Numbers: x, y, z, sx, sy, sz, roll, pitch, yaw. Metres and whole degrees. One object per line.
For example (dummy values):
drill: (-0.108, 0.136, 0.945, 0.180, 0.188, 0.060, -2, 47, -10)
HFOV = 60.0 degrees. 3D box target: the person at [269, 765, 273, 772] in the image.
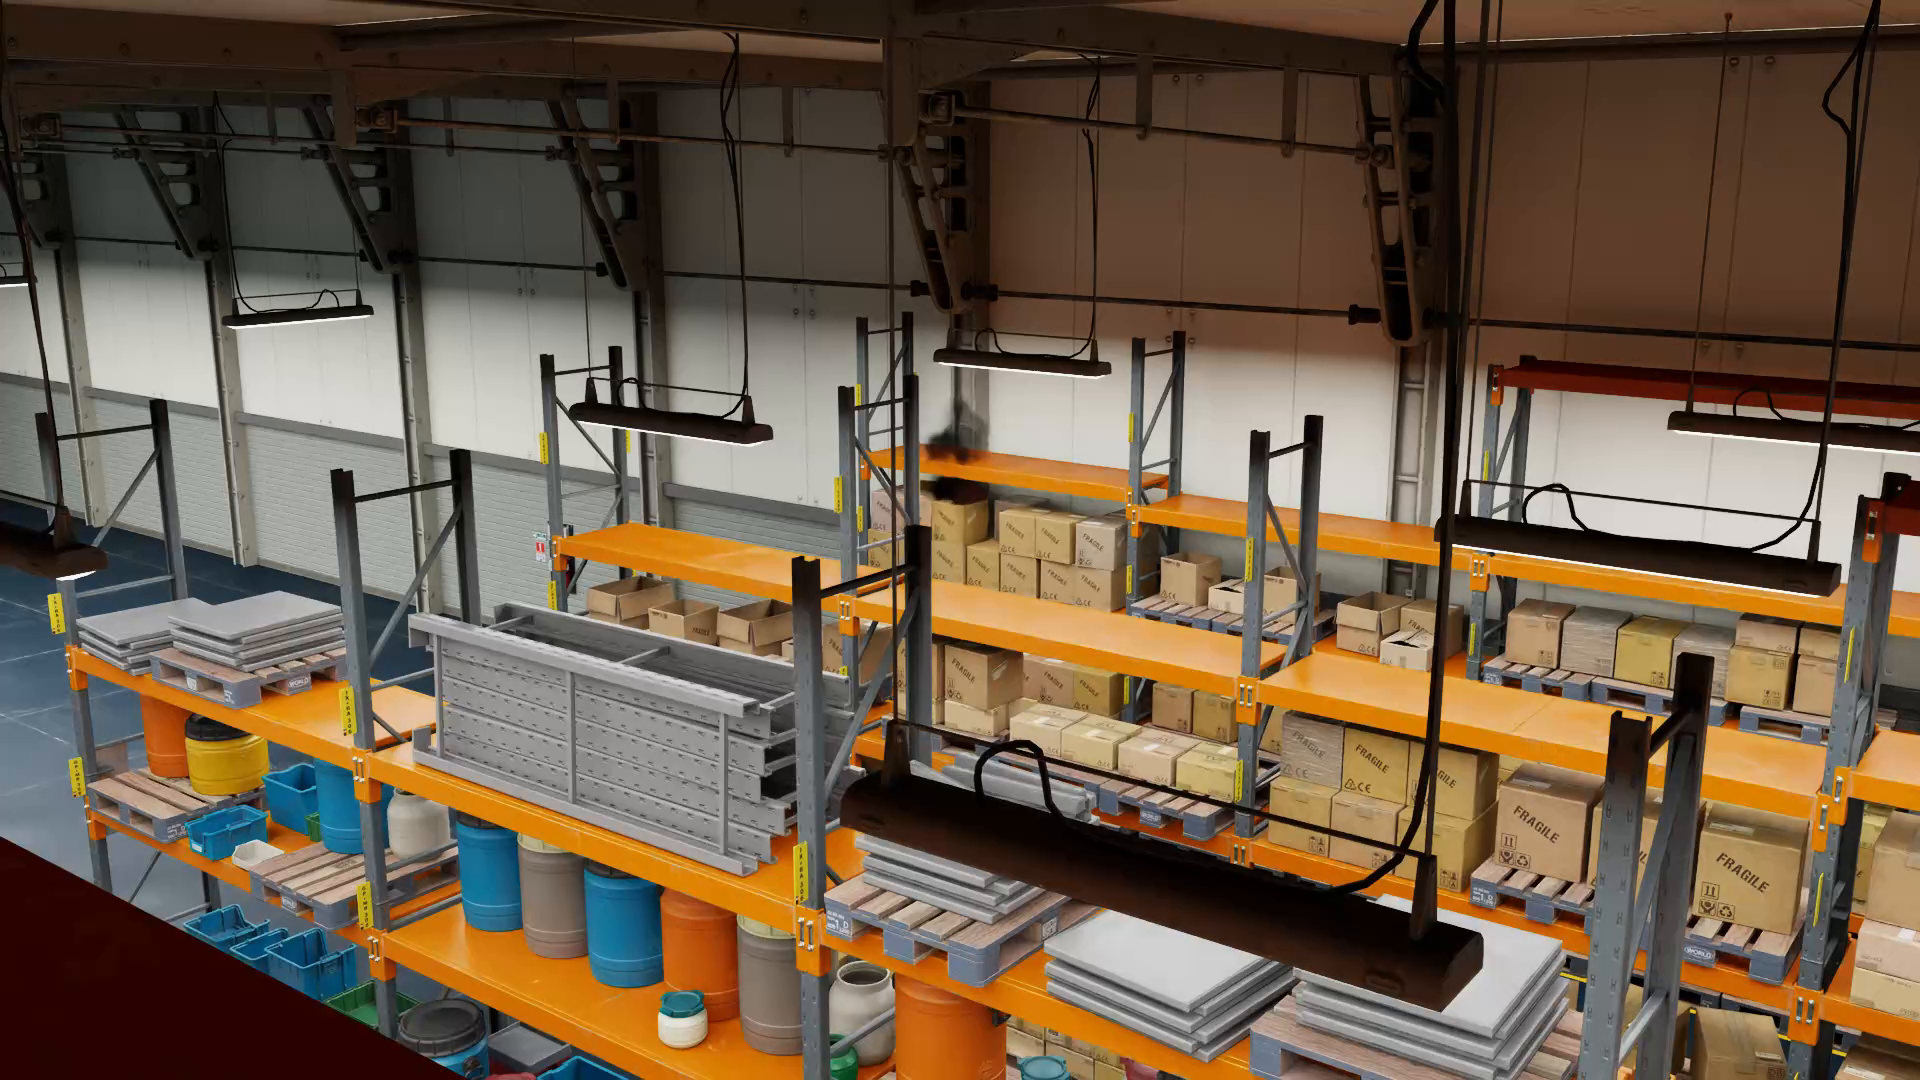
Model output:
person: (-7.479, 3.160, 17.960, 0.701, 1.643, 0.650, -8, 15, -30)
